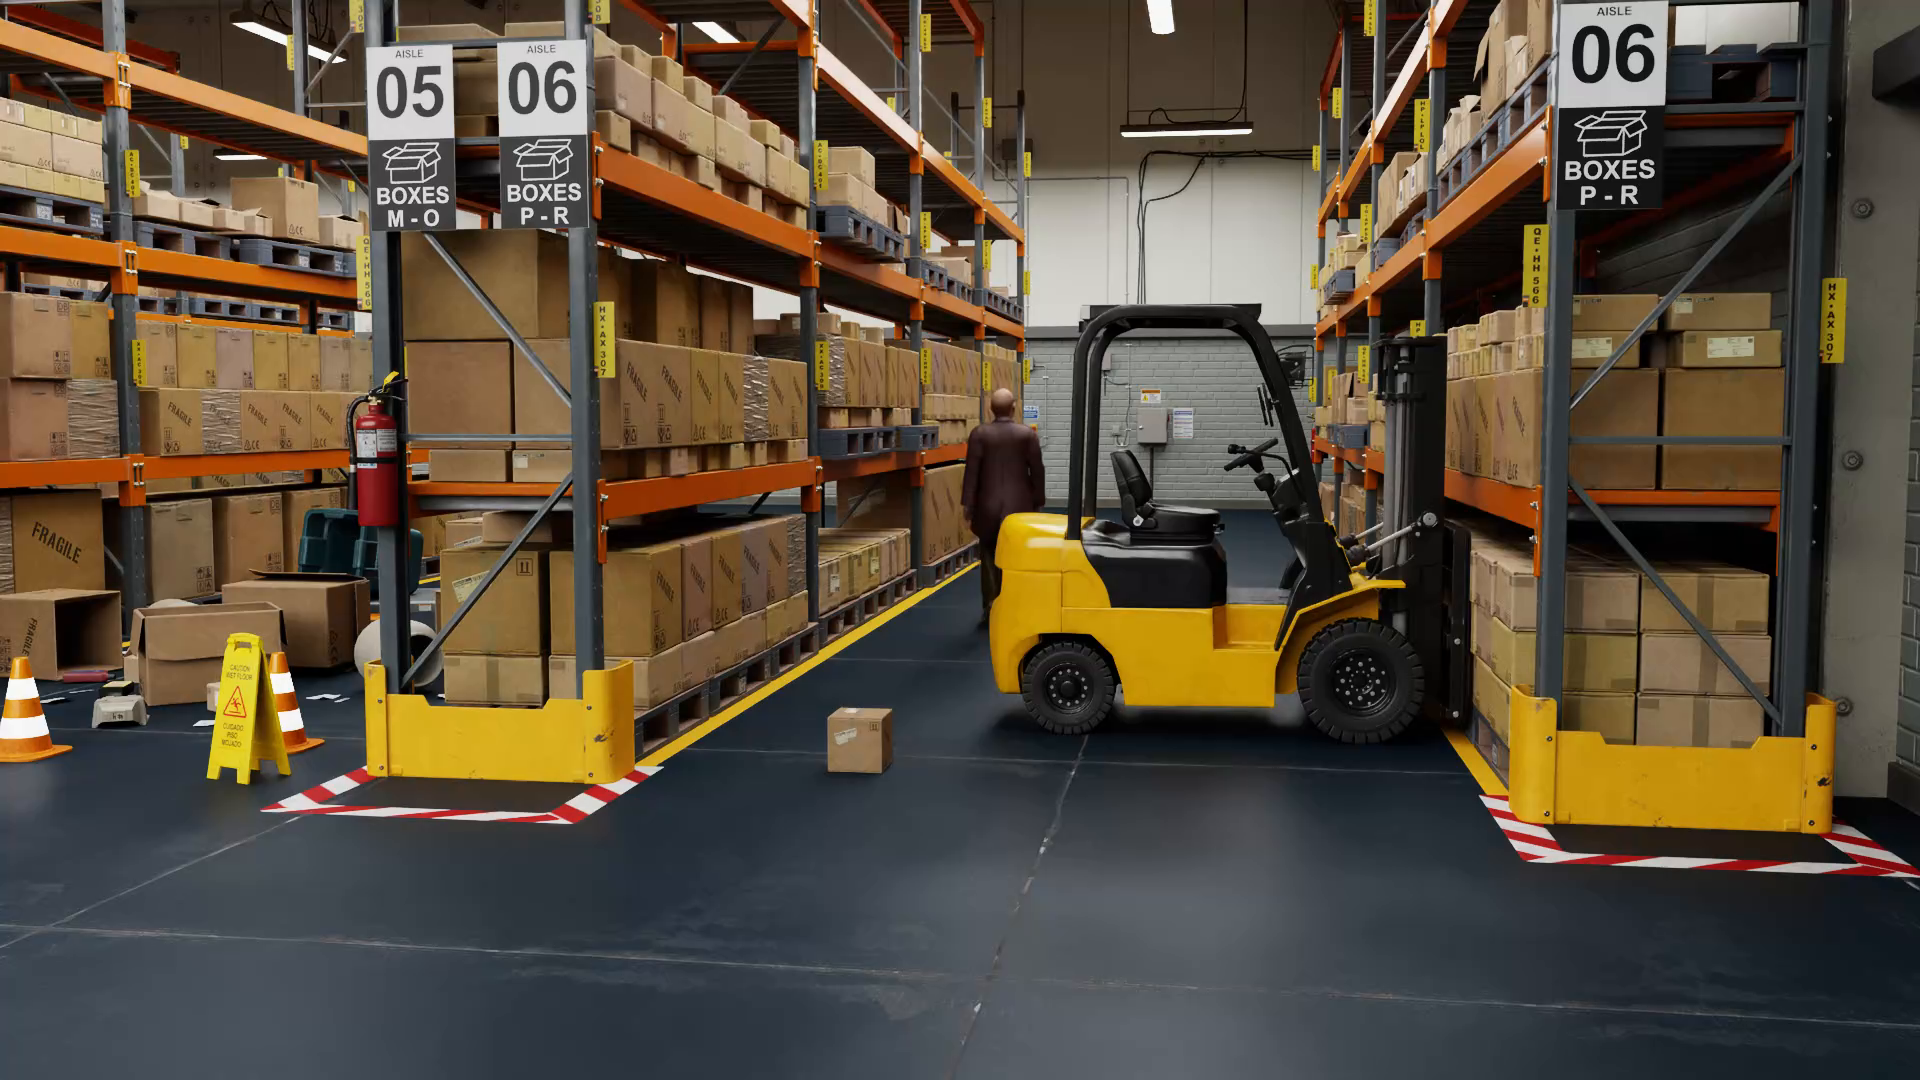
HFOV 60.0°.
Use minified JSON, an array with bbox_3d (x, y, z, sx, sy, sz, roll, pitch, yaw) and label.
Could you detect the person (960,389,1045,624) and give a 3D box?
[{"bbox_3d":[0.327,-0.209,12.512,0.626,1.850,0.624,1,4,7],"label":"person"}]
